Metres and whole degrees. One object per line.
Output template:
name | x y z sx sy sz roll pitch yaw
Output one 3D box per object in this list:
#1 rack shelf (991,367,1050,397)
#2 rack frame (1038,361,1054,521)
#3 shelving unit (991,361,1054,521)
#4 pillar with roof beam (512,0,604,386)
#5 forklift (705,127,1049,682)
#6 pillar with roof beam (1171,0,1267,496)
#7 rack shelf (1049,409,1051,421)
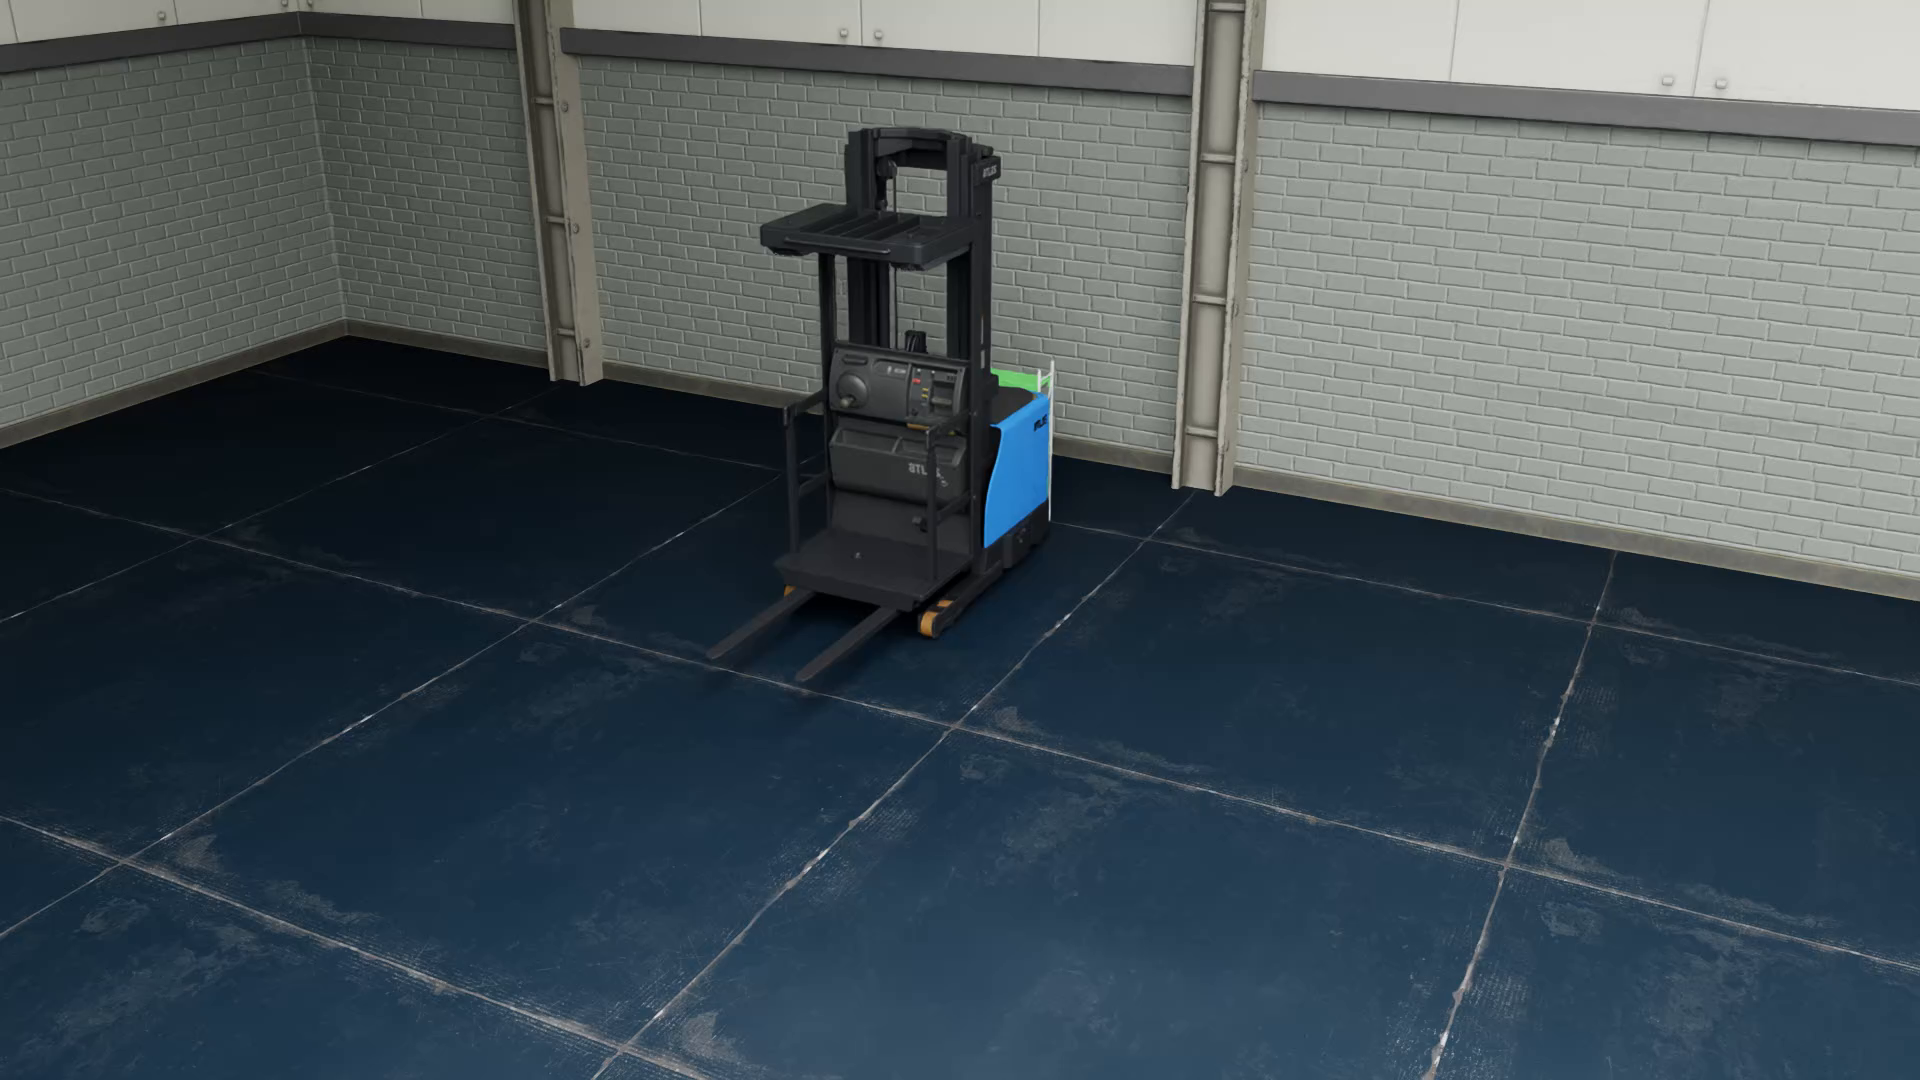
rack shelf | 0.378 -1.084 11.701 0.480 0.148 0.258 11 25 25
rack frame | 0.595 -0.657 11.761 0.015 1.200 0.240 11 25 25
shelving unit | 0.378 -0.700 11.863 0.503 1.200 0.258 11 25 25
pillar with roof beam | -5.441 -4.113 9.923 0.400 9.000 9.100 11 25 25
forklift | -0.492 -0.939 10.214 1.130 2.935 3.031 11 26 25
pillar with roof beam | -0.087 -3.053 7.431 0.400 9.000 9.100 11 25 25
rack shelf | 0.378 -0.863 11.794 0.480 0.148 0.258 11 25 25
